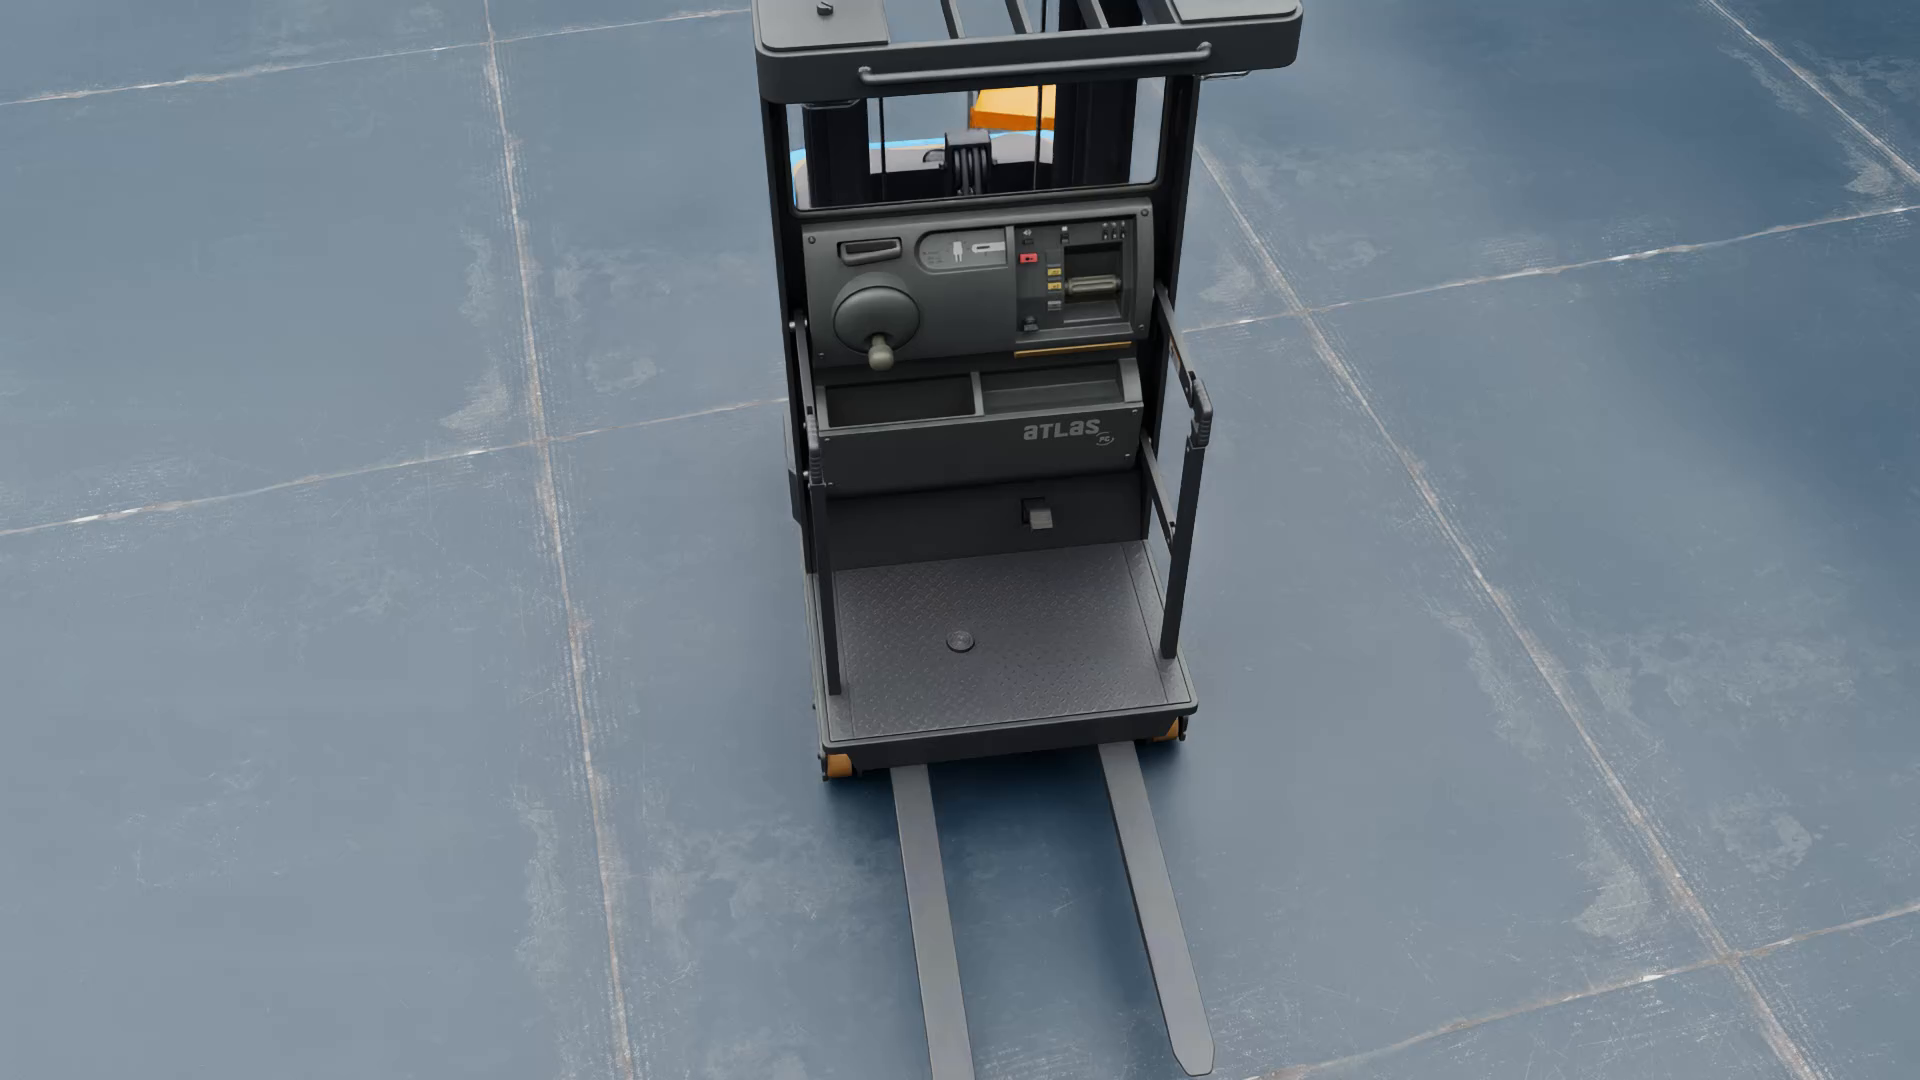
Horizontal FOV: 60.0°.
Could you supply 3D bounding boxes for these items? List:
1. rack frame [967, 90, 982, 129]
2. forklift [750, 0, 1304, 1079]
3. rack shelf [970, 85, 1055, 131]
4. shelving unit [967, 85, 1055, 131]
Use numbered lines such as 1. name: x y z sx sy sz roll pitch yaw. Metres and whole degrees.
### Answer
1. rack frame: 0.051 -1.233 6.113 0.015 1.200 0.240 7 44 7
2. forklift: 0.087 -0.581 4.267 1.130 2.935 3.031 -6 46 -6
3. rack shelf: 0.294 -1.486 5.810 0.480 0.148 0.258 7 44 7
4. shelving unit: 0.291 -1.203 6.083 0.503 1.200 0.258 7 44 7
